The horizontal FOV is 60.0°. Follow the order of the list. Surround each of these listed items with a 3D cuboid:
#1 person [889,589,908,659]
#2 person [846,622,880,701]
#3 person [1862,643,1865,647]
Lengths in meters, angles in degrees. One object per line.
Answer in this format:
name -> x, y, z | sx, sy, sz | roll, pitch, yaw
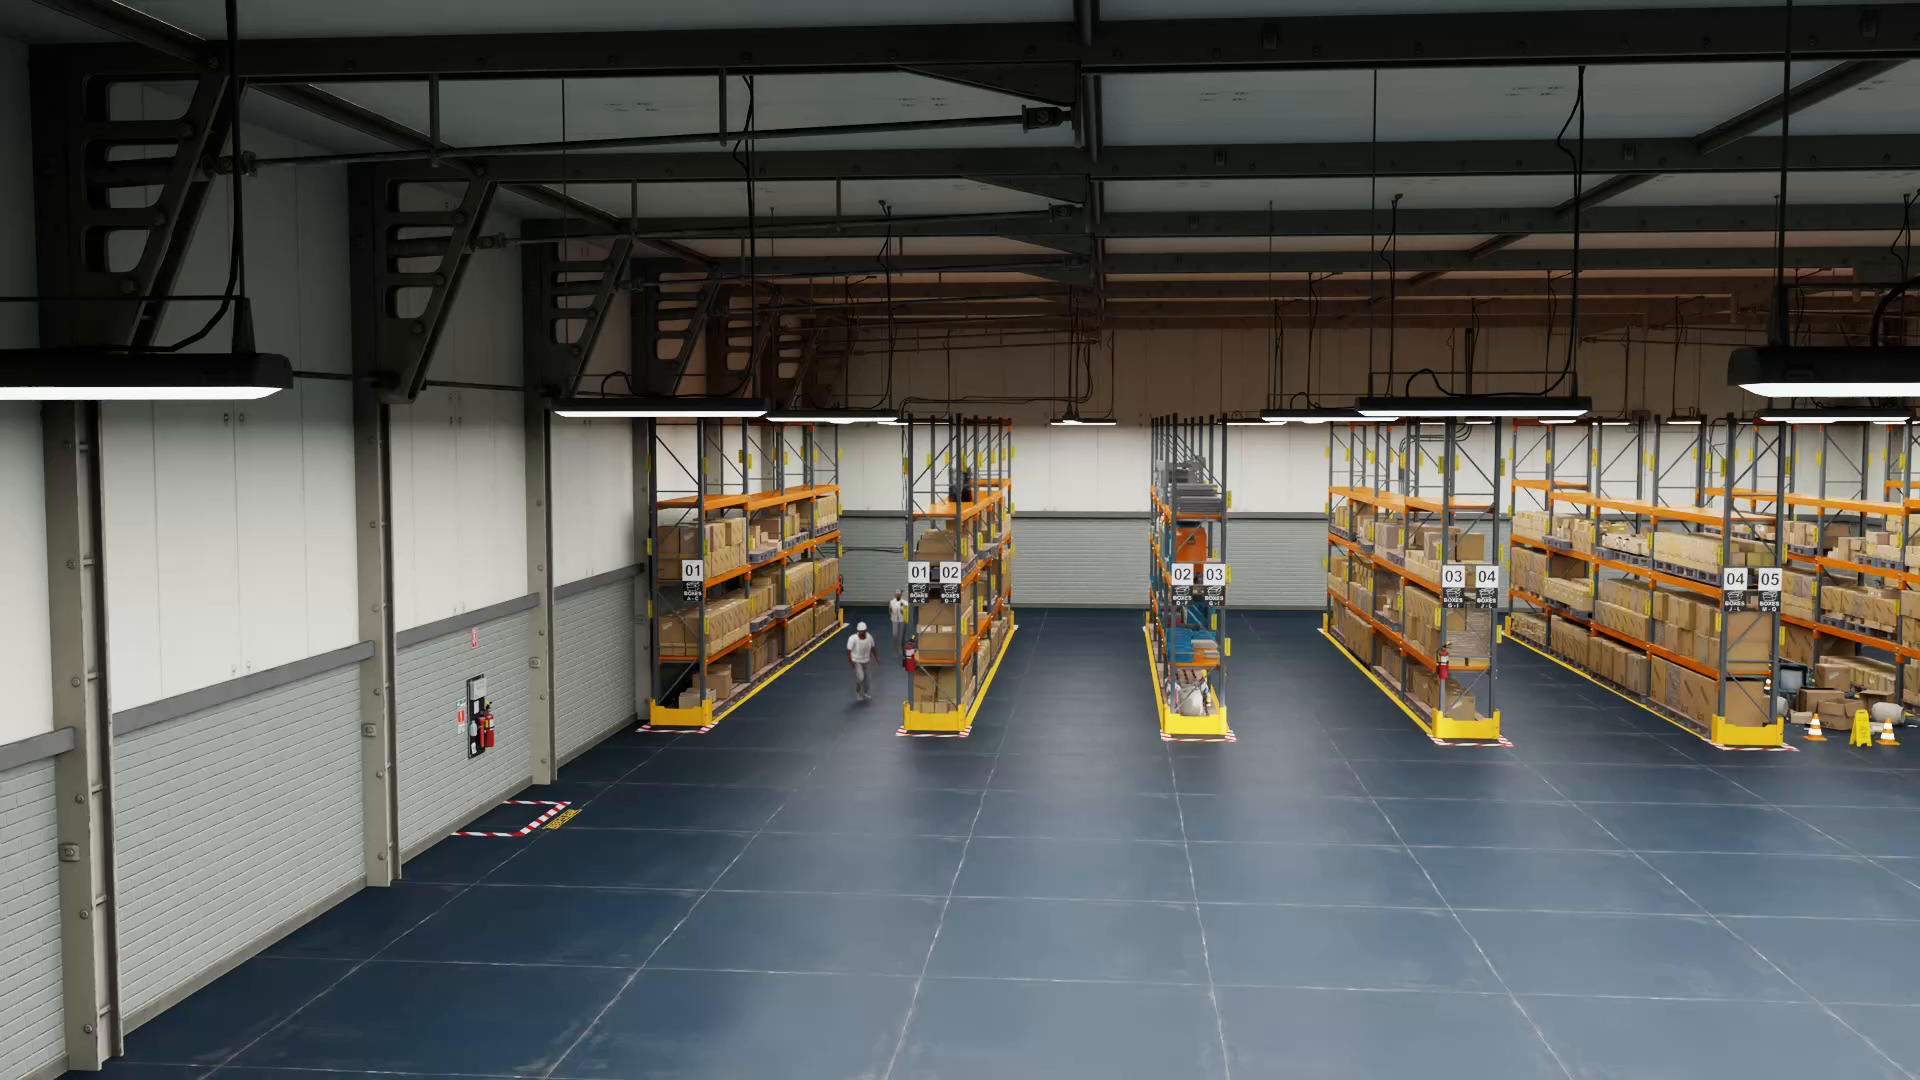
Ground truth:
person -> -1.524, 2.071, 41.614 | 0.573, 1.738, 0.747 | 0, 4, 7
person -> -2.051, 2.535, 34.845 | 0.696, 1.699, 0.605 | -3, 5, -35
person -> 23.118, 2.082, 42.881 | 0.539, 1.534, 0.573 | -1, 4, -20
